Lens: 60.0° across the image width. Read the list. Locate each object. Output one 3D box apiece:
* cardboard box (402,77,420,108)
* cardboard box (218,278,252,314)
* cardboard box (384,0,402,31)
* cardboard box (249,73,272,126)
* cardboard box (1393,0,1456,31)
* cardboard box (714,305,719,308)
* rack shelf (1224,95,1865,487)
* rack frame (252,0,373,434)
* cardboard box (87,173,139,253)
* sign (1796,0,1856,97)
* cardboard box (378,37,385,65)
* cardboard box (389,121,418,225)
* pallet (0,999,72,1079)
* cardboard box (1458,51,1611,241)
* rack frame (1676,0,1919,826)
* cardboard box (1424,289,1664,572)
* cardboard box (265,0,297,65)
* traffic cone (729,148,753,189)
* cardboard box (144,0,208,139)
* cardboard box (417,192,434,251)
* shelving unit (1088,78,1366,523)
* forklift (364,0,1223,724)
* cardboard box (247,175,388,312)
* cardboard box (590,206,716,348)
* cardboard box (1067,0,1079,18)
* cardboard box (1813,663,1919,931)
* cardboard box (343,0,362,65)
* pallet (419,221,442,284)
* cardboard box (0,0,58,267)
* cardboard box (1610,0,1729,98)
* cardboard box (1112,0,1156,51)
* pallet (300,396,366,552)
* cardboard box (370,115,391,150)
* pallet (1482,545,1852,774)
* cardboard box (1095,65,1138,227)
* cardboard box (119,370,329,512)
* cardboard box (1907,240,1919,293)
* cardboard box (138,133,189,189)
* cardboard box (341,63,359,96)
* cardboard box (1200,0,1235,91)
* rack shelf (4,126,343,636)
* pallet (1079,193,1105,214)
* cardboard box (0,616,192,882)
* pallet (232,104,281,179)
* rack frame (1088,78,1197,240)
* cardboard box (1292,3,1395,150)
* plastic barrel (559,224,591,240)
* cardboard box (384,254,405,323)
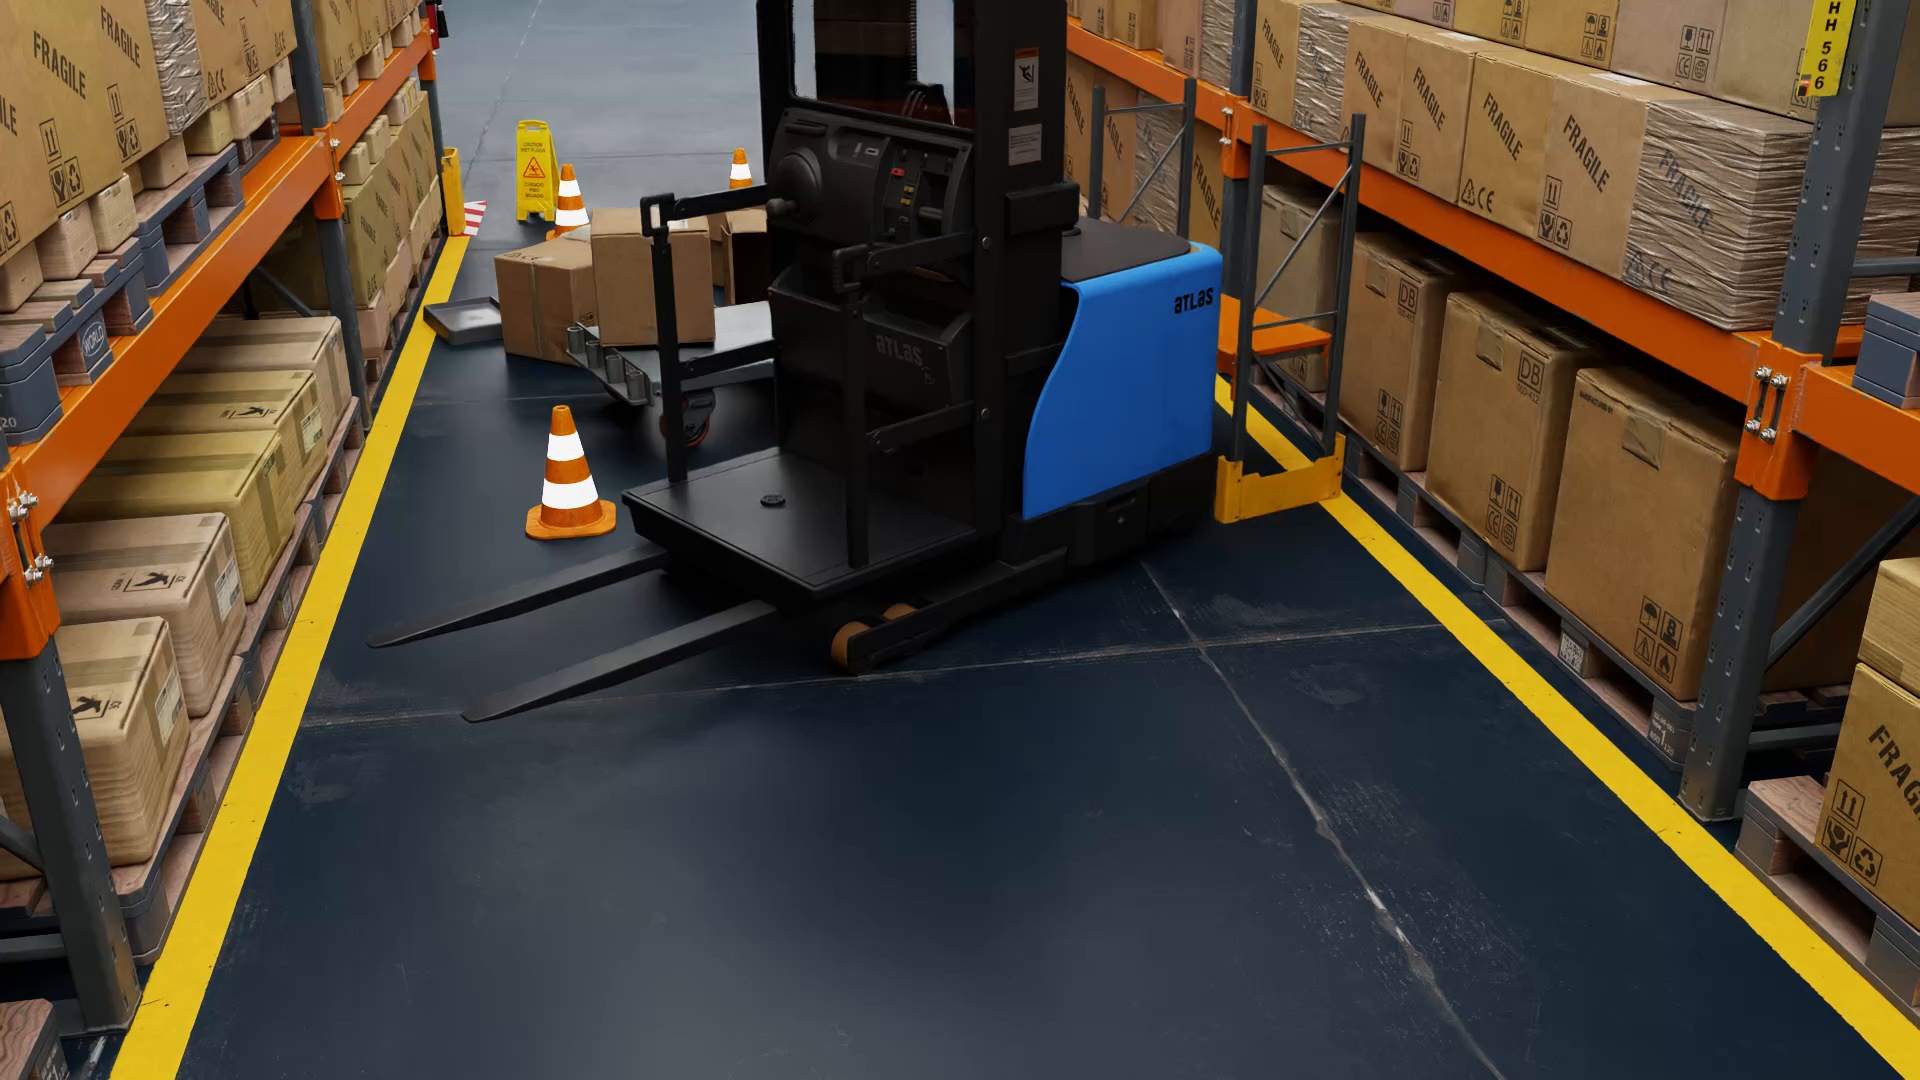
[{"bbox_3d":[-3.305,-2.544,9.490,0.380,0.149,0.250,-4,24,-8],"label":"cardboard box"},{"bbox_3d":[-3.477,-1.321,7.501,0.500,0.500,0.500,-5,24,-10],"label":"cardboard box"},{"bbox_3d":[-3.295,-3.000,8.875,0.500,0.500,0.500,-4,24,-10],"label":"cardboard box"},{"bbox_3d":[-2.623,-1.524,5.780,0.380,0.149,0.250,-5,24,-11],"label":"cardboard box"},{"bbox_3d":[2.030,-2.147,6.043,0.700,0.500,0.500,-4,24,-9],"label":"cardboard box"},{"bbox_3d":[-1.145,-1.059,8.342,0.396,0.266,0.258,18,29,36],"label":"cardboard box"},{"bbox_3d":[2.112,-1.122,5.970,1.077,0.370,4.000,-4,24,-10],"label":"rack shelf"},{"bbox_3d":[-3.104,-1.832,6.698,1.000,3.000,0.127,-4,24,-10],"label":"rack frame"},{"bbox_3d":[-2.297,-0.812,4.151,0.380,0.149,0.250,-4,24,-9],"label":"cardboard box"},{"bbox_3d":[1.937,-1.153,3.696,0.100,0.325,0.005,-4,24,-10],"label":"sign"},{"bbox_3d":[-3.148,-2.466,8.462,0.380,0.149,0.250,-4,24,-10],"label":"cardboard box"},{"bbox_3d":[-3.253,-1.982,9.014,0.500,0.500,0.500,-5,24,-11],"label":"cardboard box"},{"bbox_3d":[-2.292,1.335,2.930,1.003,0.211,1.213,-4,24,-10],"label":"pallet"},{"bbox_3d":[1.951,-1.261,5.265,0.500,0.500,0.500,-5,24,-11],"label":"cardboard box"},{"bbox_3d":[2.482,-0.665,4.025,1.000,3.000,0.127,-4,24,-10],"label":"rack frame"},{"bbox_3d":[2.293,-0.416,5.742,1.050,0.750,0.750,-4,24,-9],"label":"cardboard box"},{"bbox_3d":[-2.793,-2.042,6.157,0.500,0.500,0.500,-5,24,-11],"label":"cardboard box"},{"bbox_3d":[-1.468,-2.385,11.133,0.336,0.463,0.334,-4,24,-10],"label":"traffic cone"},{"bbox_3d":[-2.513,-1.438,4.773,0.500,0.500,0.500,-5,24,-12],"label":"cardboard box"},{"bbox_3d":[-3.342,-1.836,9.616,0.500,0.250,0.500,-4,24,-10],"label":"cardboard box"},{"bbox_3d":[1.009,-0.994,6.651,0.587,1.500,1.083,-13,27,-27],"label":"shelving unit"},{"bbox_3d":[-0.459,-1.150,5.222,3.031,2.935,1.130,-20,31,-39],"label":"forklift"},{"bbox_3d":[-2.948,-1.360,7.591,0.500,0.500,0.500,-3,24,-7],"label":"cardboard box"},{"bbox_3d":[-1.360,-1.177,7.375,0.500,0.500,0.500,-4,24,-10],"label":"cardboard box"},{"bbox_3d":[1.116,-3.738,10.873,0.875,0.550,0.550,-4,24,-10],"label":"cardboard box"},{"bbox_3d":[2.362,0.585,3.761,0.500,0.500,0.500,-5,24,-12],"label":"cardboard box"},{"bbox_3d":[-3.027,-2.404,7.510,0.500,0.500,0.500,-4,24,-10],"label":"cardboard box"},{"bbox_3d":[-3.714,-1.776,10.052,1.003,0.211,1.213,-4,24,-10],"label":"pallet"},{"bbox_3d":[-2.220,-0.828,3.376,0.500,0.500,0.500,-5,24,-11],"label":"cardboard box"},{"bbox_3d":[2.314,-1.545,4.666,0.700,0.500,0.500,-5,24,-11],"label":"cardboard box"},{"bbox_3d":[1.358,-3.088,9.386,0.875,0.550,0.500,-4,24,-10],"label":"cardboard box"},{"bbox_3d":[-2.958,-0.248,6.555,1.003,0.211,1.213,-4,24,-10],"label":"pallet"},{"bbox_3d":[-3.061,-2.019,8.288,0.380,0.149,0.250,-3,24,-7],"label":"cardboard box"},{"bbox_3d":[2.410,0.297,5.306,1.003,0.211,1.213,-4,24,-10],"label":"pallet"},{"bbox_3d":[1.358,-2.423,10.179,0.875,0.875,0.875,-5,24,-11],"label":"cardboard box"},{"bbox_3d":[-2.868,-0.332,6.021,0.950,0.372,0.625,-3,24,-6],"label":"cardboard box"},{"bbox_3d":[2.664,-0.907,4.455,0.500,0.500,0.500,-4,24,-9],"label":"cardboard box"},{"bbox_3d":[-2.493,-1.117,4.849,0.380,0.149,0.250,-4,24,-8],"label":"cardboard box"},{"bbox_3d":[-3.035,-2.162,7.767,0.380,0.149,0.250,-4,24,-8],"label":"cardboard box"},{"bbox_3d":[1.662,-2.451,7.928,0.875,0.550,0.550,-4,24,-10],"label":"cardboard box"},{"bbox_3d":[-2.734,-0.716,5.040,1.077,0.370,4.000,-4,24,-10],"label":"rack shelf"},{"bbox_3d":[1.227,-2.225,11.081,1.003,0.211,1.213,-4,24,-10],"label":"pallet"},{"bbox_3d":[-2.459,0.530,4.048,0.950,0.372,0.625,-6,24,-13],"label":"cardboard box"},{"bbox_3d":[-3.105,-1.433,6.023,1.003,0.211,1.213,-4,24,-10],"label":"pallet"},{"bbox_3d":[0.755,-1.174,7.064,0.500,1.500,0.032,-13,27,-27],"label":"rack frame"},{"bbox_3d":[1.669,-1.859,6.634,0.500,0.500,0.500,-4,24,-9],"label":"cardboard box"},{"bbox_3d":[-1.974,-1.525,9.212,0.512,0.421,0.421,13,27,27],"label":"plastic barrel"},{"bbox_3d":[-3.057,-1.226,8.220,0.500,0.250,0.500,-3,24,-7],"label":"cardboard box"}]
